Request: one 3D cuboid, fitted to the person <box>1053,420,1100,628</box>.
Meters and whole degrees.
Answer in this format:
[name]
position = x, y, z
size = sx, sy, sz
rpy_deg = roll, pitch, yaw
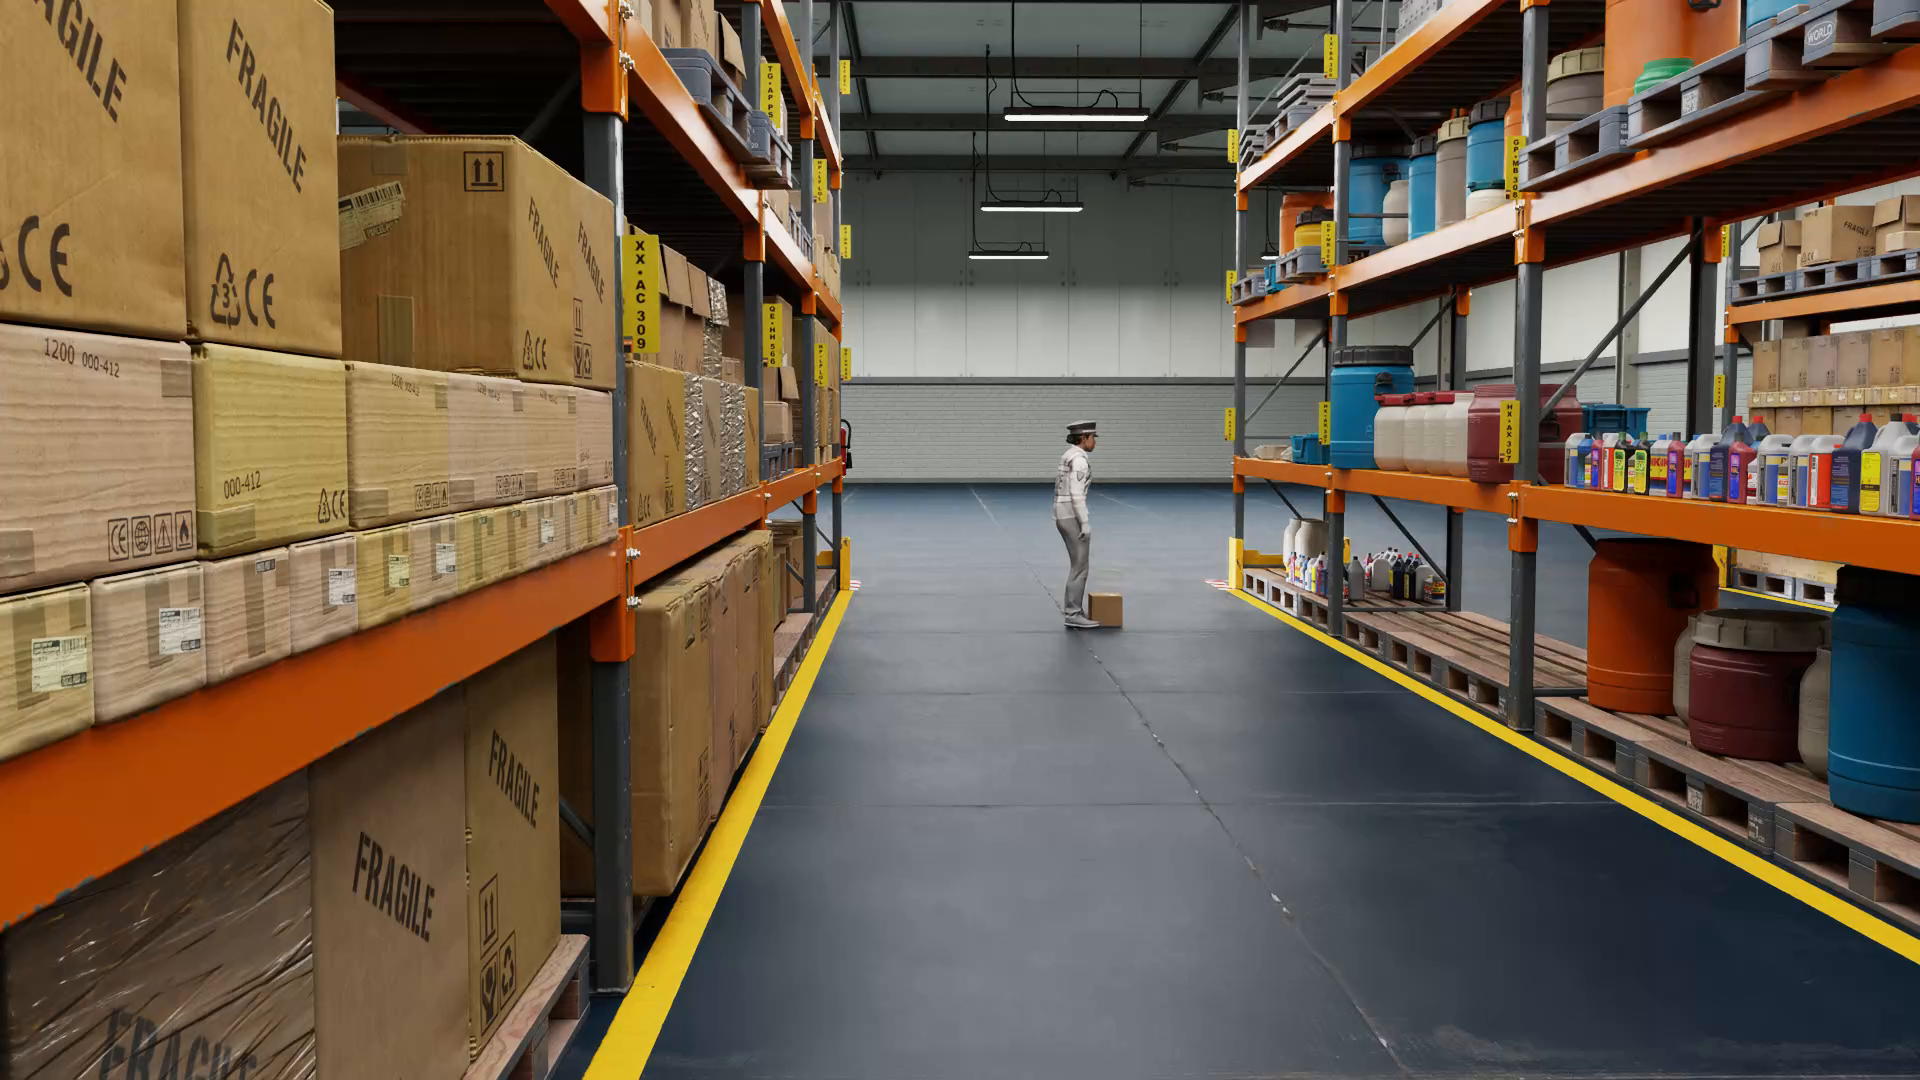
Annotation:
[person]
position = 0.963, -0.139, 13.502
size = 0.409, 1.666, 0.547
rpy_deg = 0, 4, -5
